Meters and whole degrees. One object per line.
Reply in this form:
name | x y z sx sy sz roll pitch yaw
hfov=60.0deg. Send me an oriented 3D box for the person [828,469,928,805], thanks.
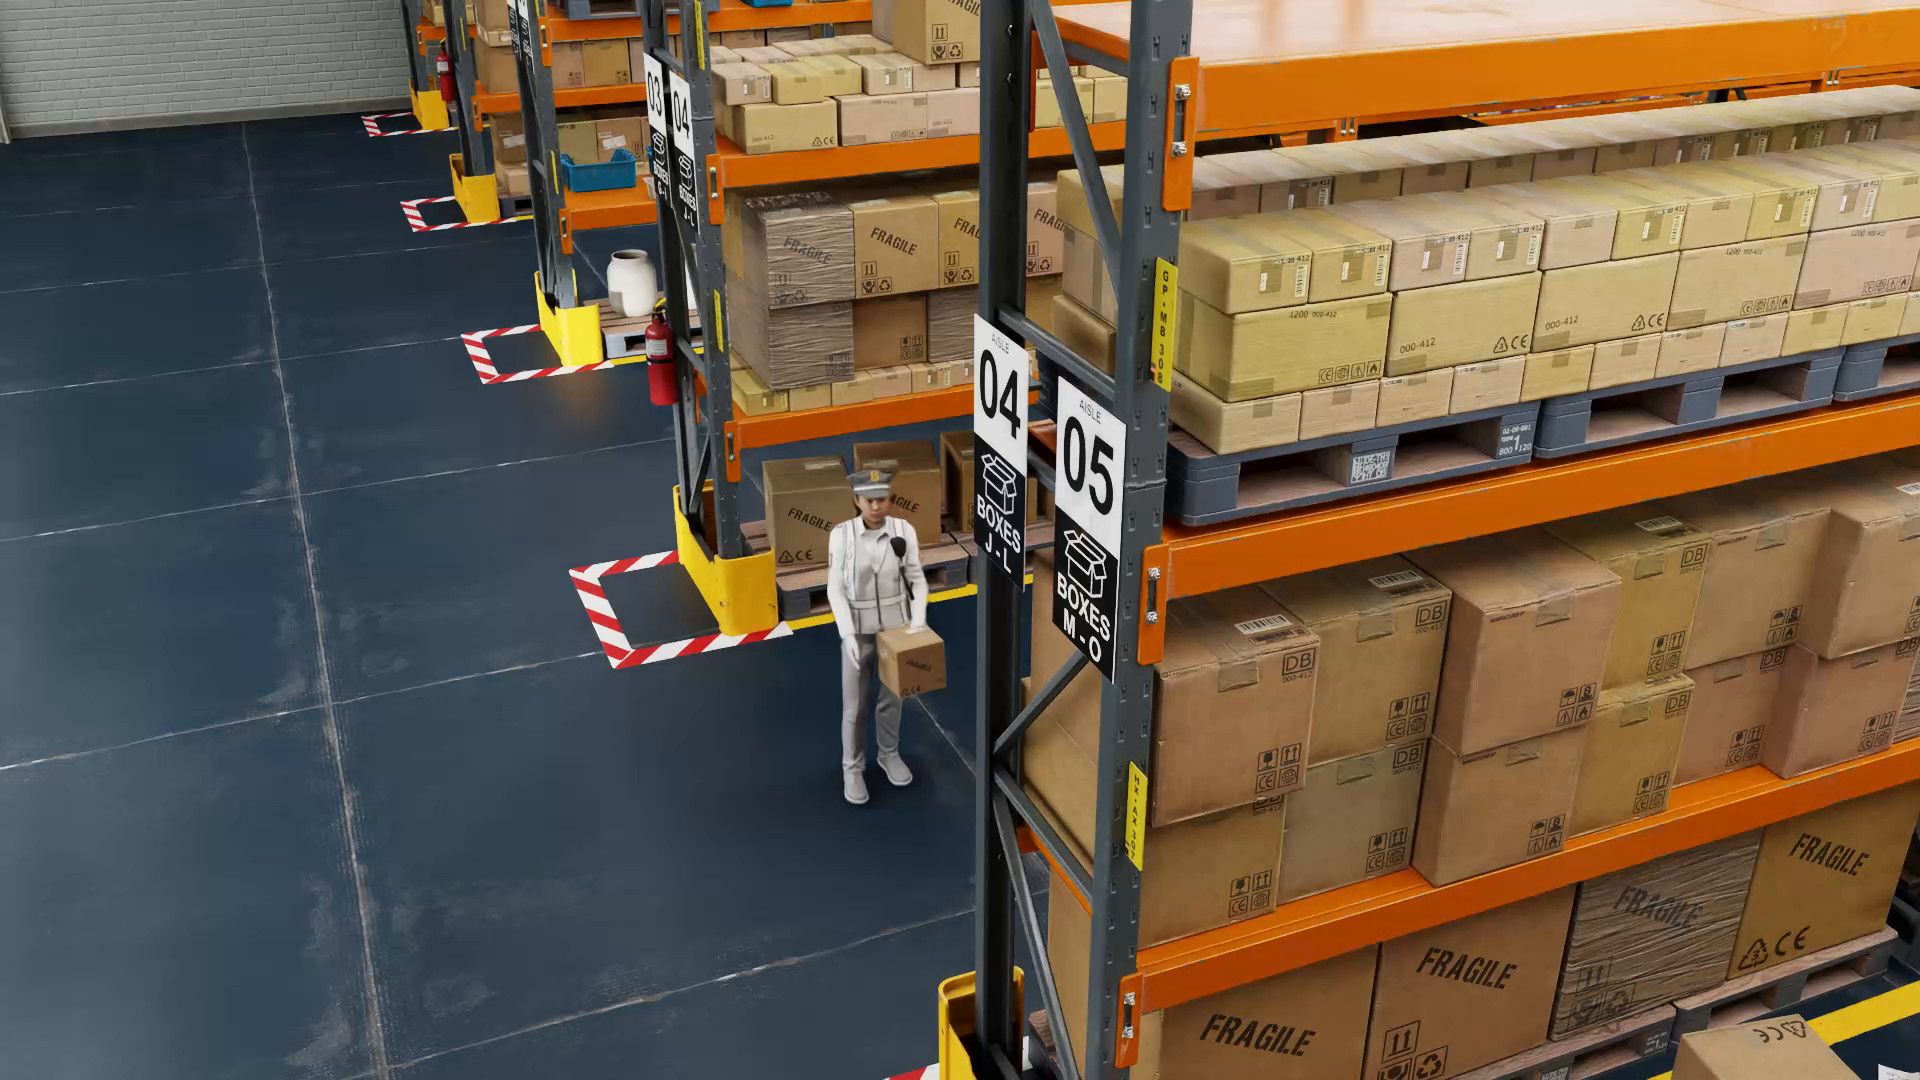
person | -0.394 0.446 8.156 0.493 1.701 0.486 -6 27 -12
